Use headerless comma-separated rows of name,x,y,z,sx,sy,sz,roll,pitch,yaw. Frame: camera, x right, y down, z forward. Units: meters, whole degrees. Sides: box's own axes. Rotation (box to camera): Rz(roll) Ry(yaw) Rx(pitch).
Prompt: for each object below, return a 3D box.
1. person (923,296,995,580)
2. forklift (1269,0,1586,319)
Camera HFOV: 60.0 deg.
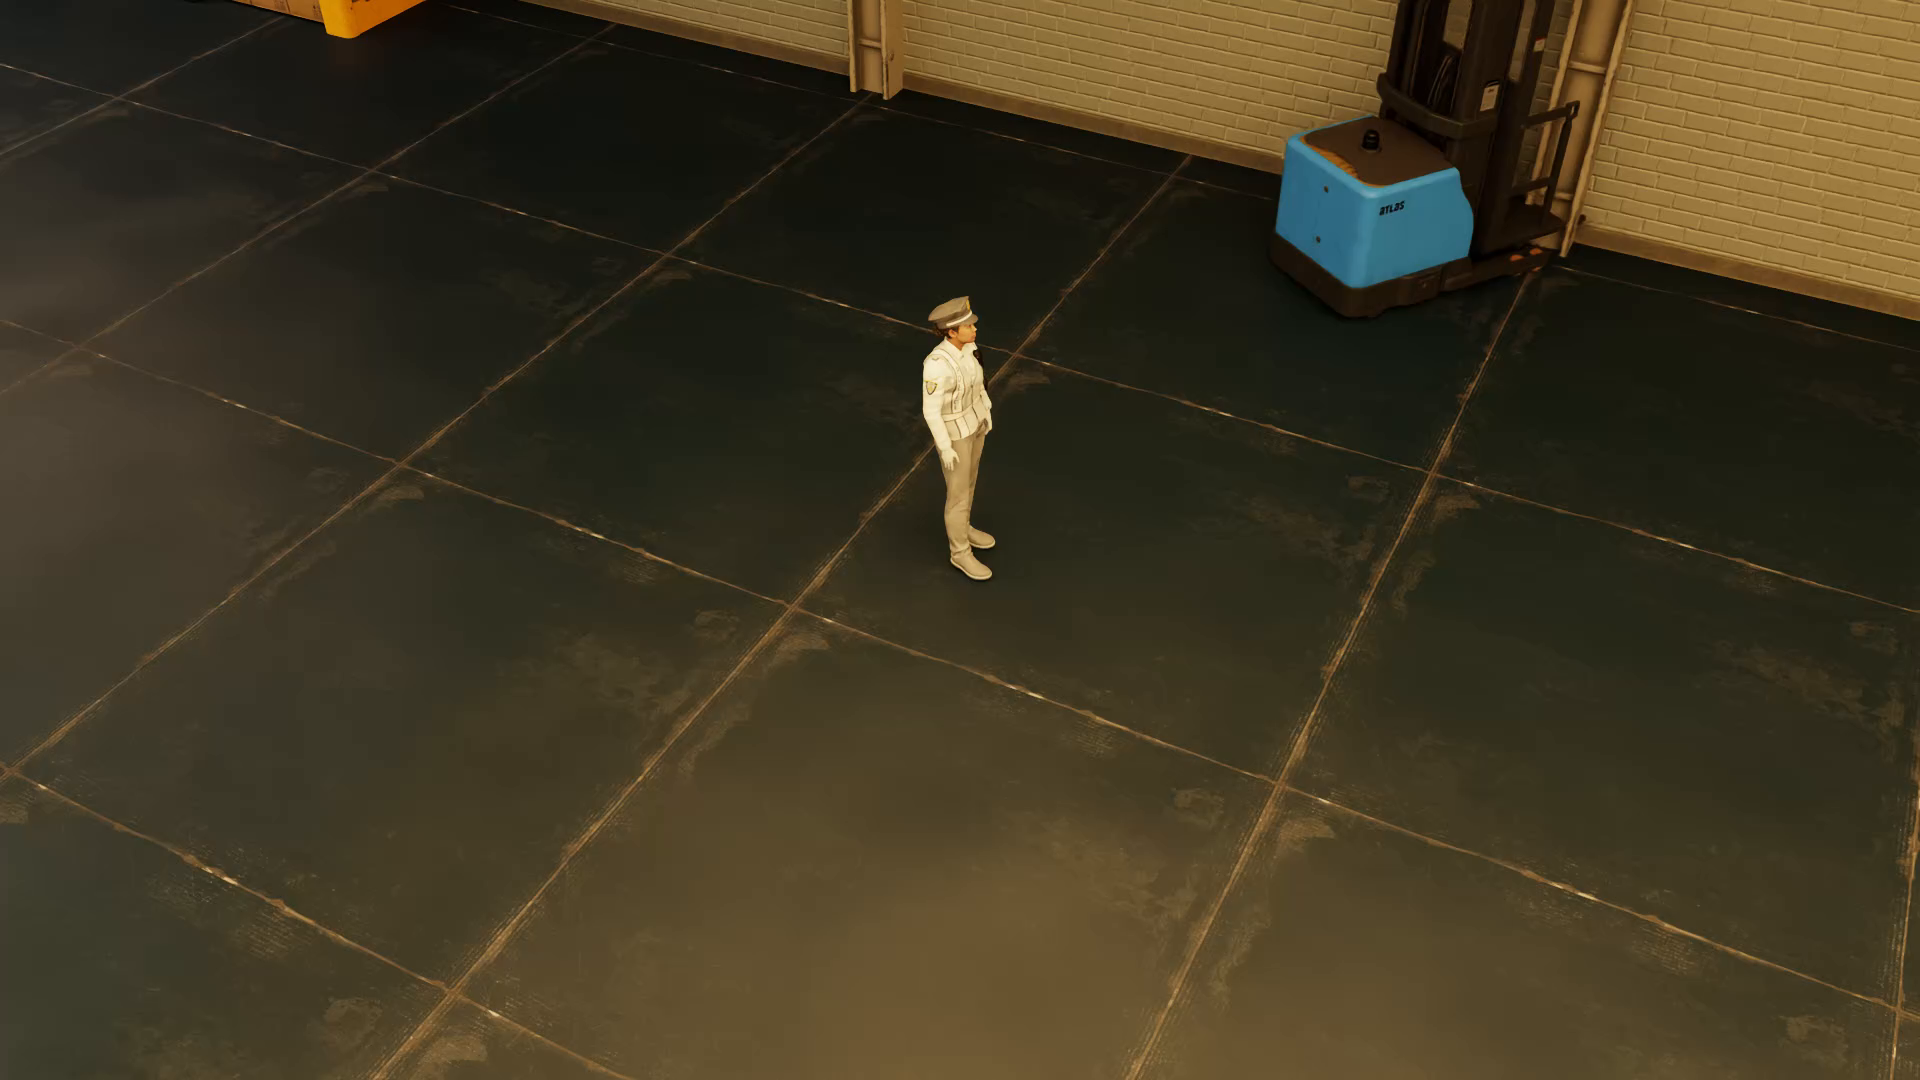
person,0.058,-0.629,9.682,0.530,1.694,0.586,18,43,21
forklift,3.910,-3.404,12.028,3.031,2.935,1.130,-19,44,-21
